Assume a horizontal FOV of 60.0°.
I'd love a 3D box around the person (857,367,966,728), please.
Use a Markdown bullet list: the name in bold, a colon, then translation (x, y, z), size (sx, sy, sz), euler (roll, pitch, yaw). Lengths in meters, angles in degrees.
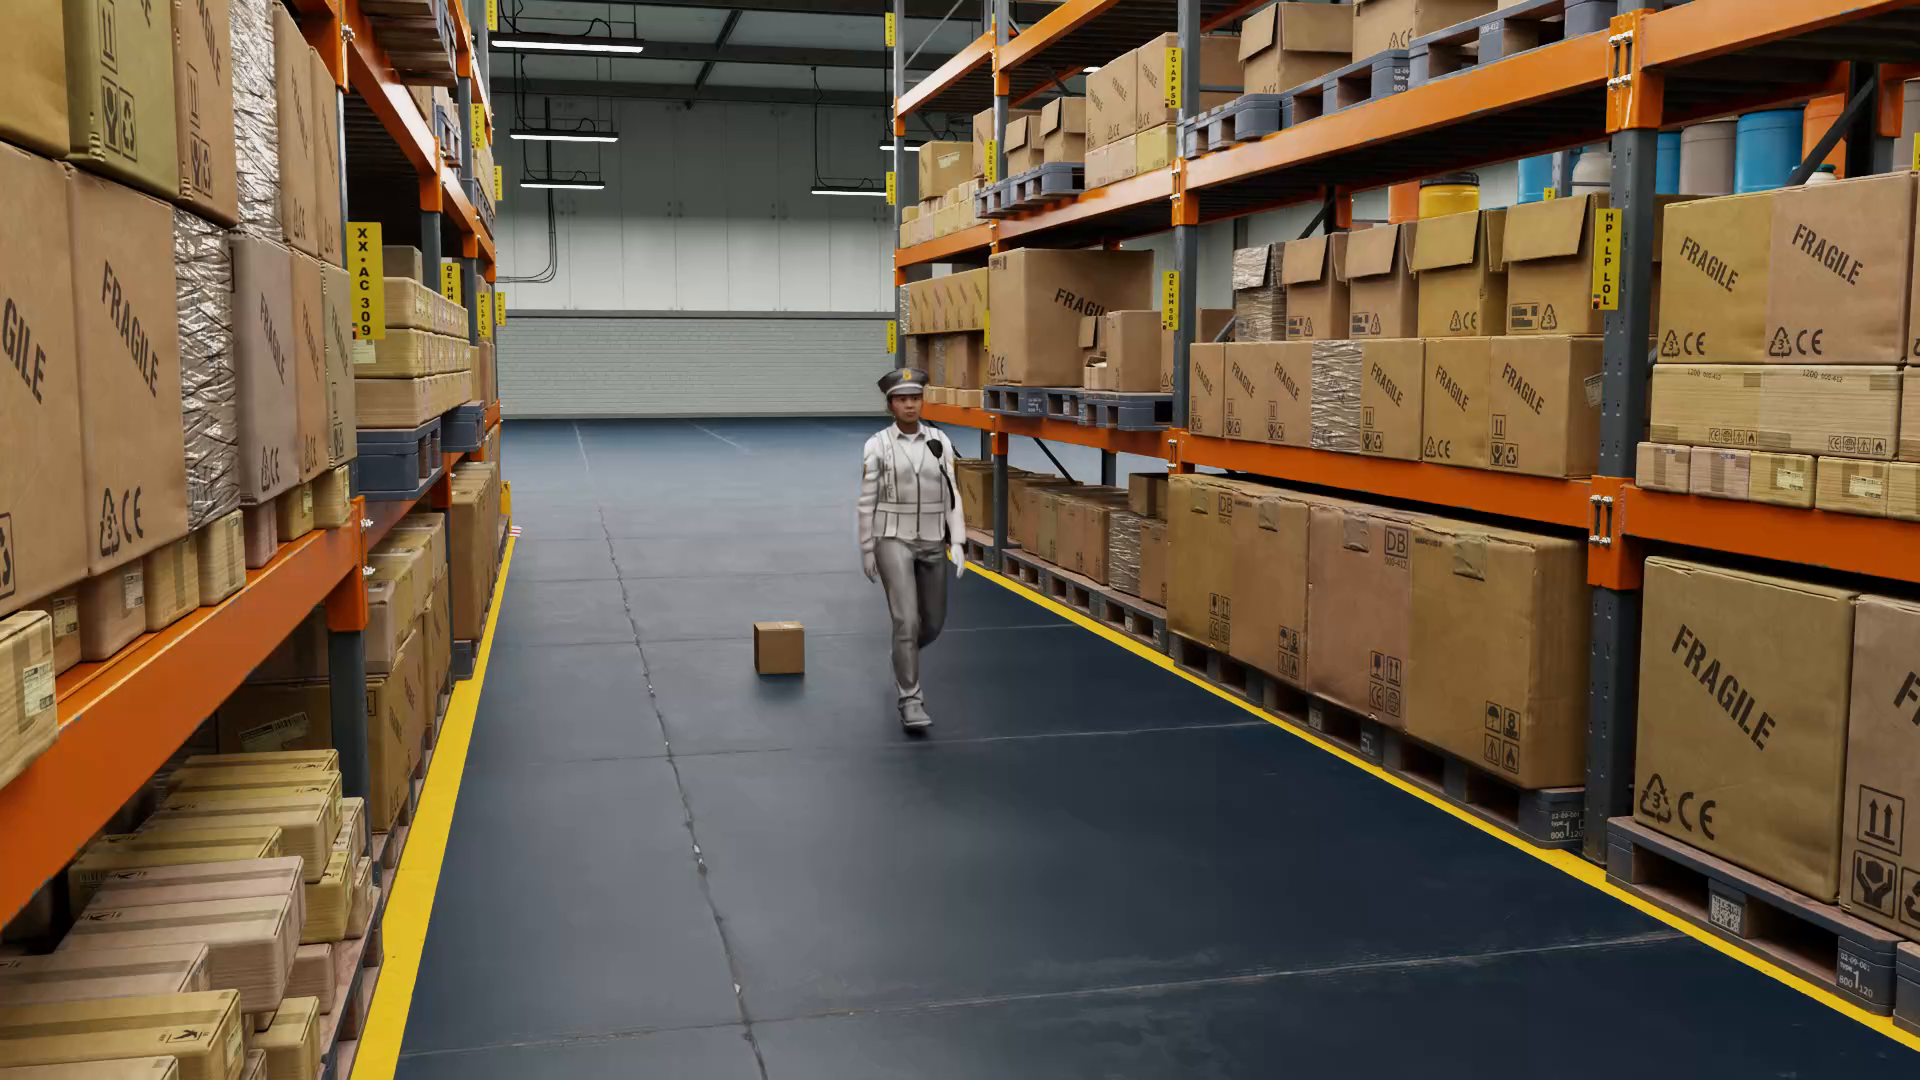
- **person**: translation (-0.240, 0.006, 7.907), size (0.479, 1.648, 0.883), euler (-2, 7, -20)
